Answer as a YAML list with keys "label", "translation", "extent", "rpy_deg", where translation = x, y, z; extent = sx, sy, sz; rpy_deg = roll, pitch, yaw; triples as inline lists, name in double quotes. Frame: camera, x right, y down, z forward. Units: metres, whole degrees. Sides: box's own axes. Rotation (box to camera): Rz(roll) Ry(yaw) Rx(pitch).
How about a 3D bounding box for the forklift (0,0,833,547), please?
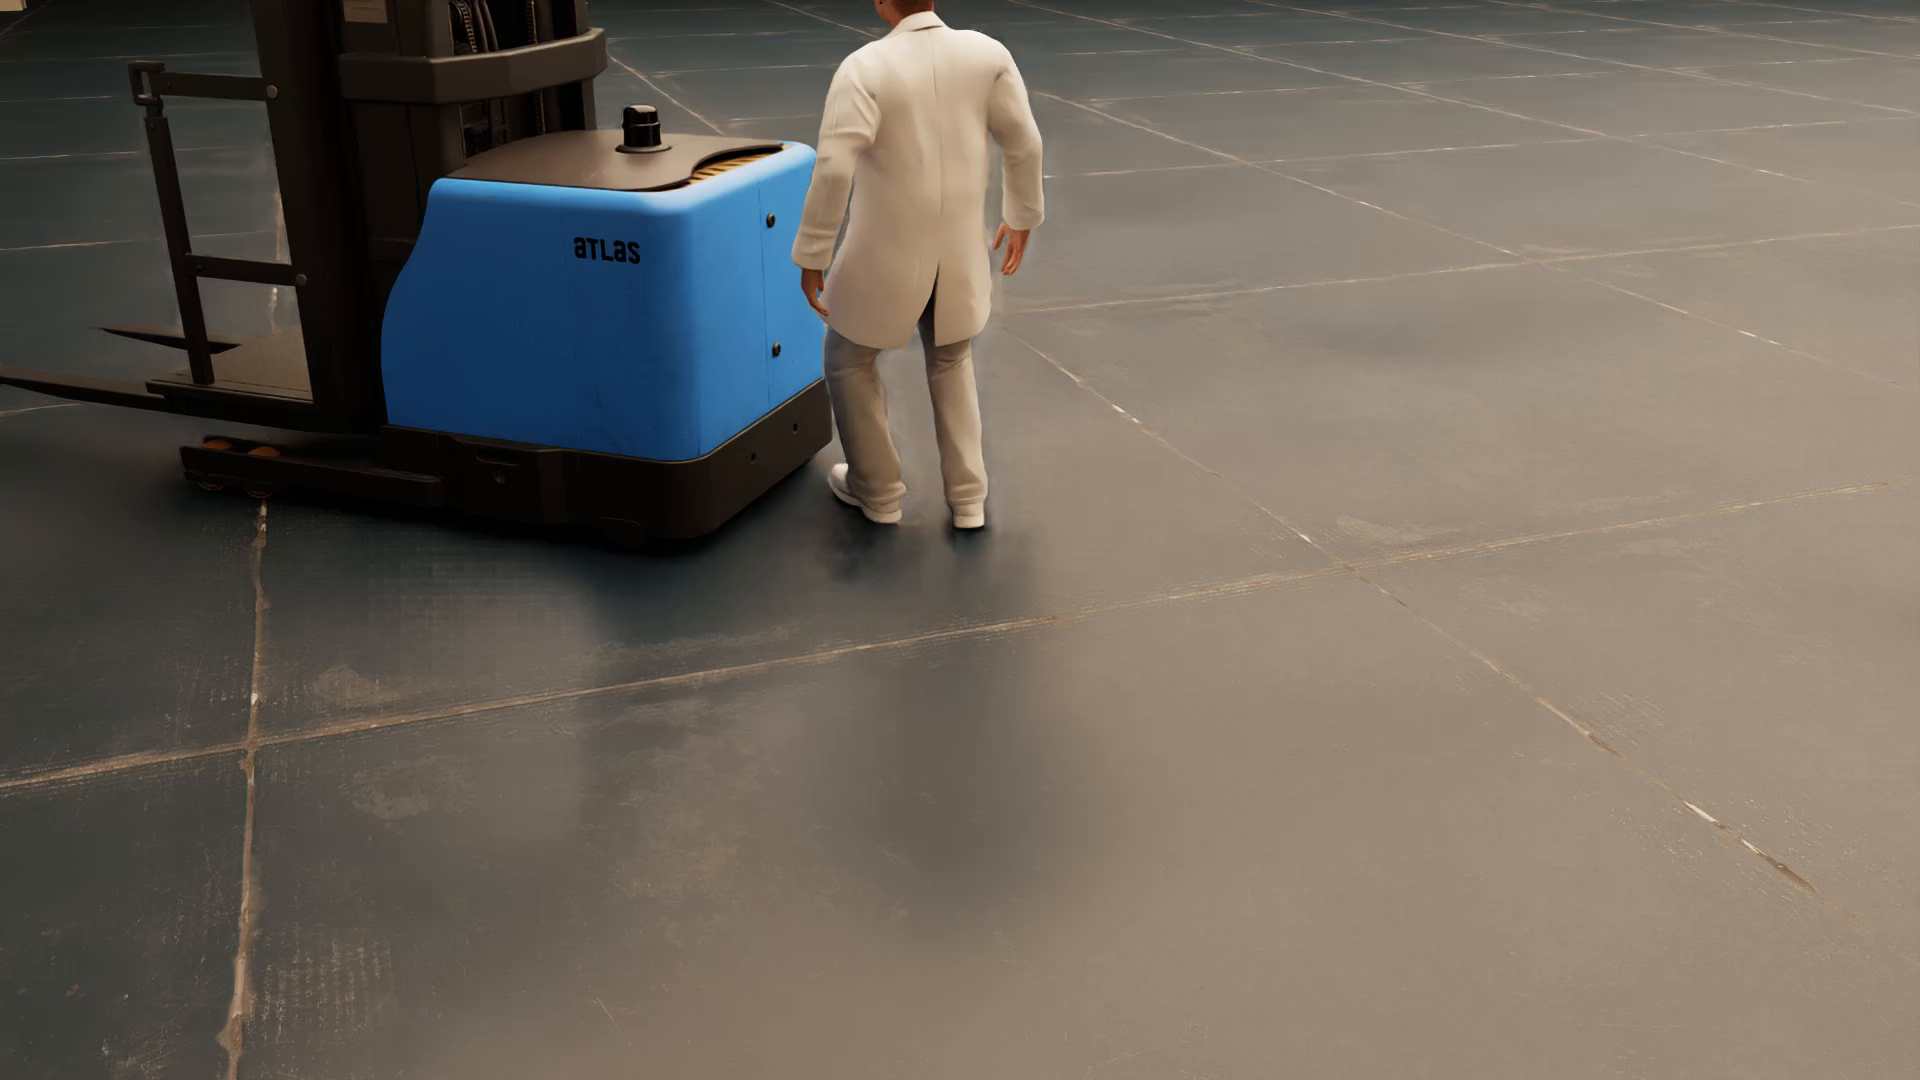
- label: "forklift"
  translation: [-2.011, -1.667, 5.263]
  extent: [3.031, 2.935, 1.130]
  rpy_deg: [8, 24, 18]

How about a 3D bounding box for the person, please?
- label: "person"
  translation: [-0.174, -0.877, 4.930]
  extent: [0.816, 1.744, 0.633]
  rpy_deg: [-11, 25, -25]
